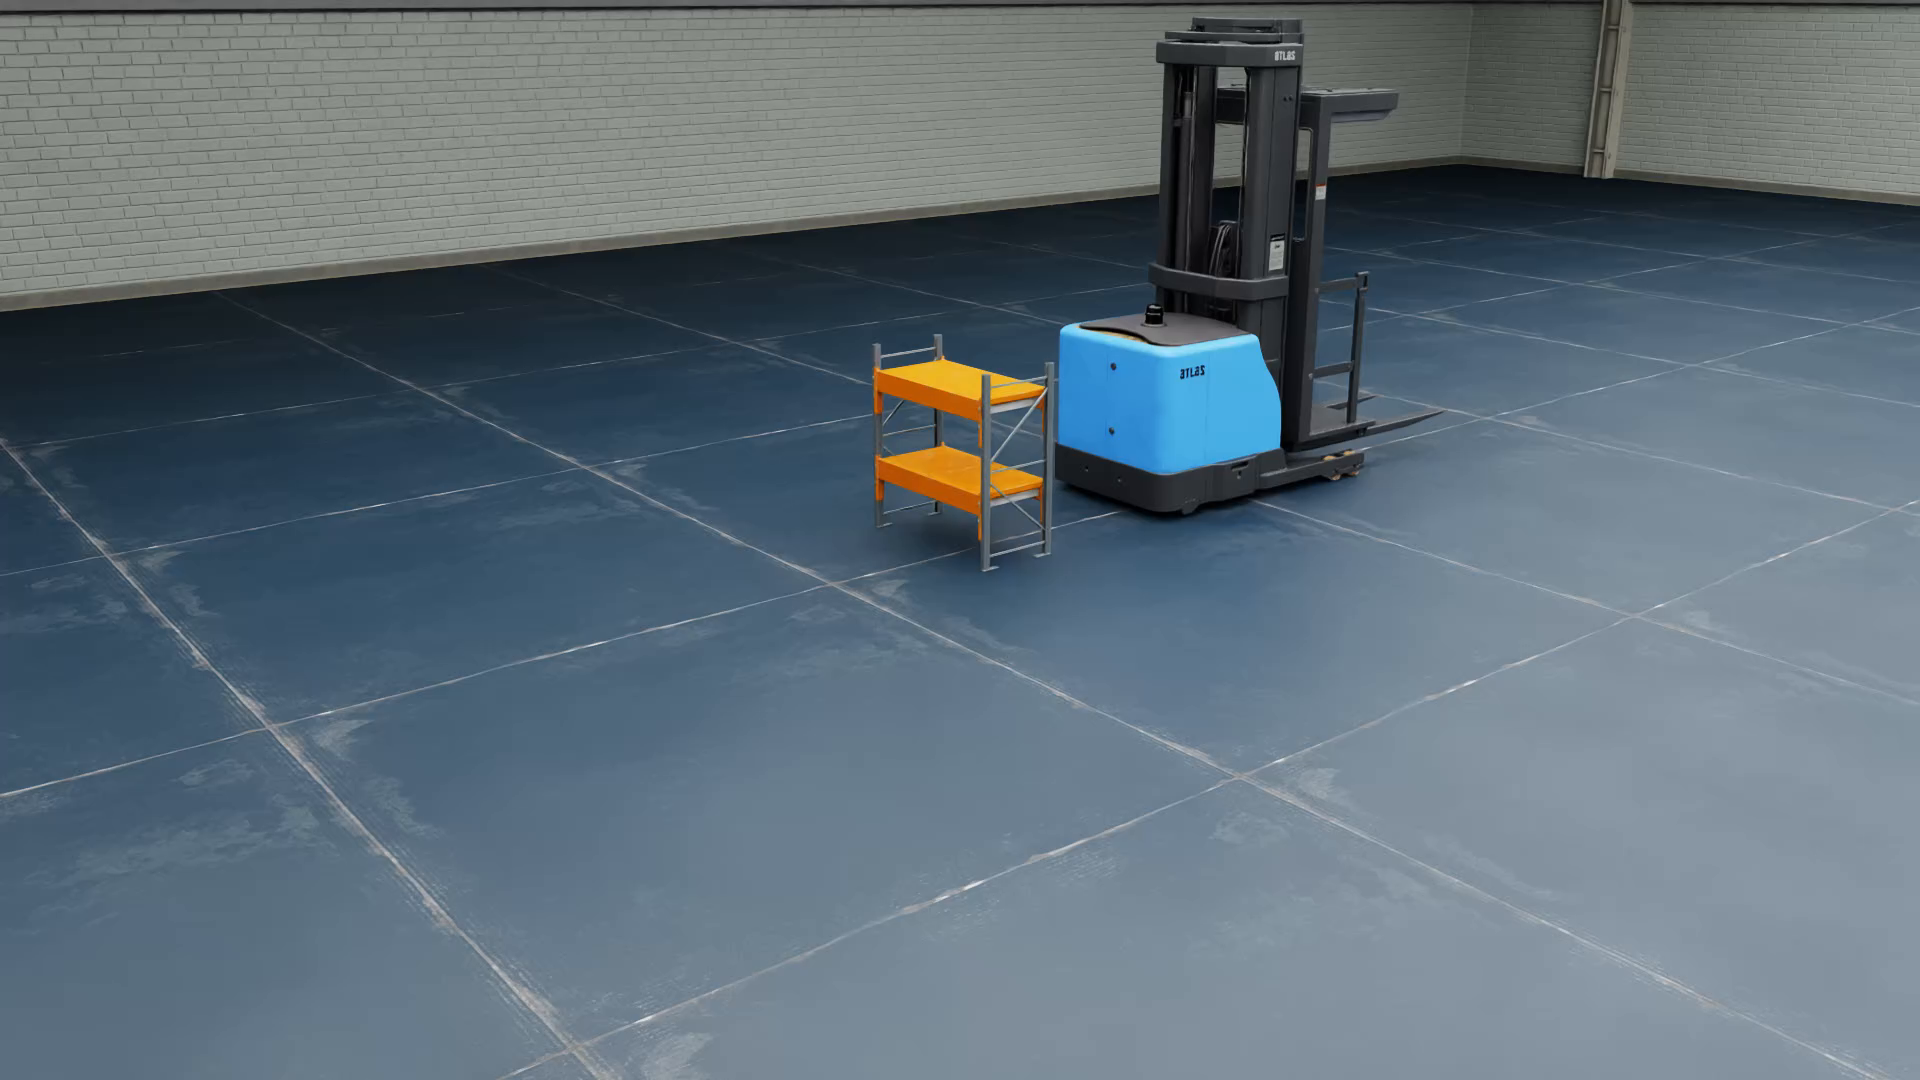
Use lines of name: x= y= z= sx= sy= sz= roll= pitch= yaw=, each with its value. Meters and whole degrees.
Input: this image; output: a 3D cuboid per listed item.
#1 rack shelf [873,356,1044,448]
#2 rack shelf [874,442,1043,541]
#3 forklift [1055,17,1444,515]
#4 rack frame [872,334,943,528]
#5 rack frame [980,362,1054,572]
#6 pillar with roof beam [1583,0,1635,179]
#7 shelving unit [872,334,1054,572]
rack shelf: x=0.004 y=-0.810 z=9.589 sx=0.538 sy=0.278 sz=1.000 roll=-14 pitch=23 yaw=-36
rack shelf: x=0.004 y=-0.300 z=9.758 sx=0.538 sy=0.278 sz=1.000 roll=-14 pitch=23 yaw=-36
forklift: x=2.092 y=-1.901 z=10.942 sx=3.031 sy=2.935 sz=1.130 roll=-14 pitch=23 yaw=-36
rack frame: x=-0.311 y=-0.658 z=10.059 sx=0.500 sy=1.125 sz=0.032 roll=-14 pitch=23 yaw=-36
rack frame: x=0.320 y=-0.407 z=9.302 sx=0.500 sy=1.125 sz=0.032 roll=-14 pitch=23 yaw=-36
pillar with roof beam: x=7.721 y=-9.735 z=24.946 sx=9.100 sy=9.000 sz=0.400 roll=-14 pitch=23 yaw=-36
shelving unit: x=0.004 y=-0.532 z=9.681 sx=0.538 sy=1.125 sz=1.048 roll=-14 pitch=23 yaw=-36
